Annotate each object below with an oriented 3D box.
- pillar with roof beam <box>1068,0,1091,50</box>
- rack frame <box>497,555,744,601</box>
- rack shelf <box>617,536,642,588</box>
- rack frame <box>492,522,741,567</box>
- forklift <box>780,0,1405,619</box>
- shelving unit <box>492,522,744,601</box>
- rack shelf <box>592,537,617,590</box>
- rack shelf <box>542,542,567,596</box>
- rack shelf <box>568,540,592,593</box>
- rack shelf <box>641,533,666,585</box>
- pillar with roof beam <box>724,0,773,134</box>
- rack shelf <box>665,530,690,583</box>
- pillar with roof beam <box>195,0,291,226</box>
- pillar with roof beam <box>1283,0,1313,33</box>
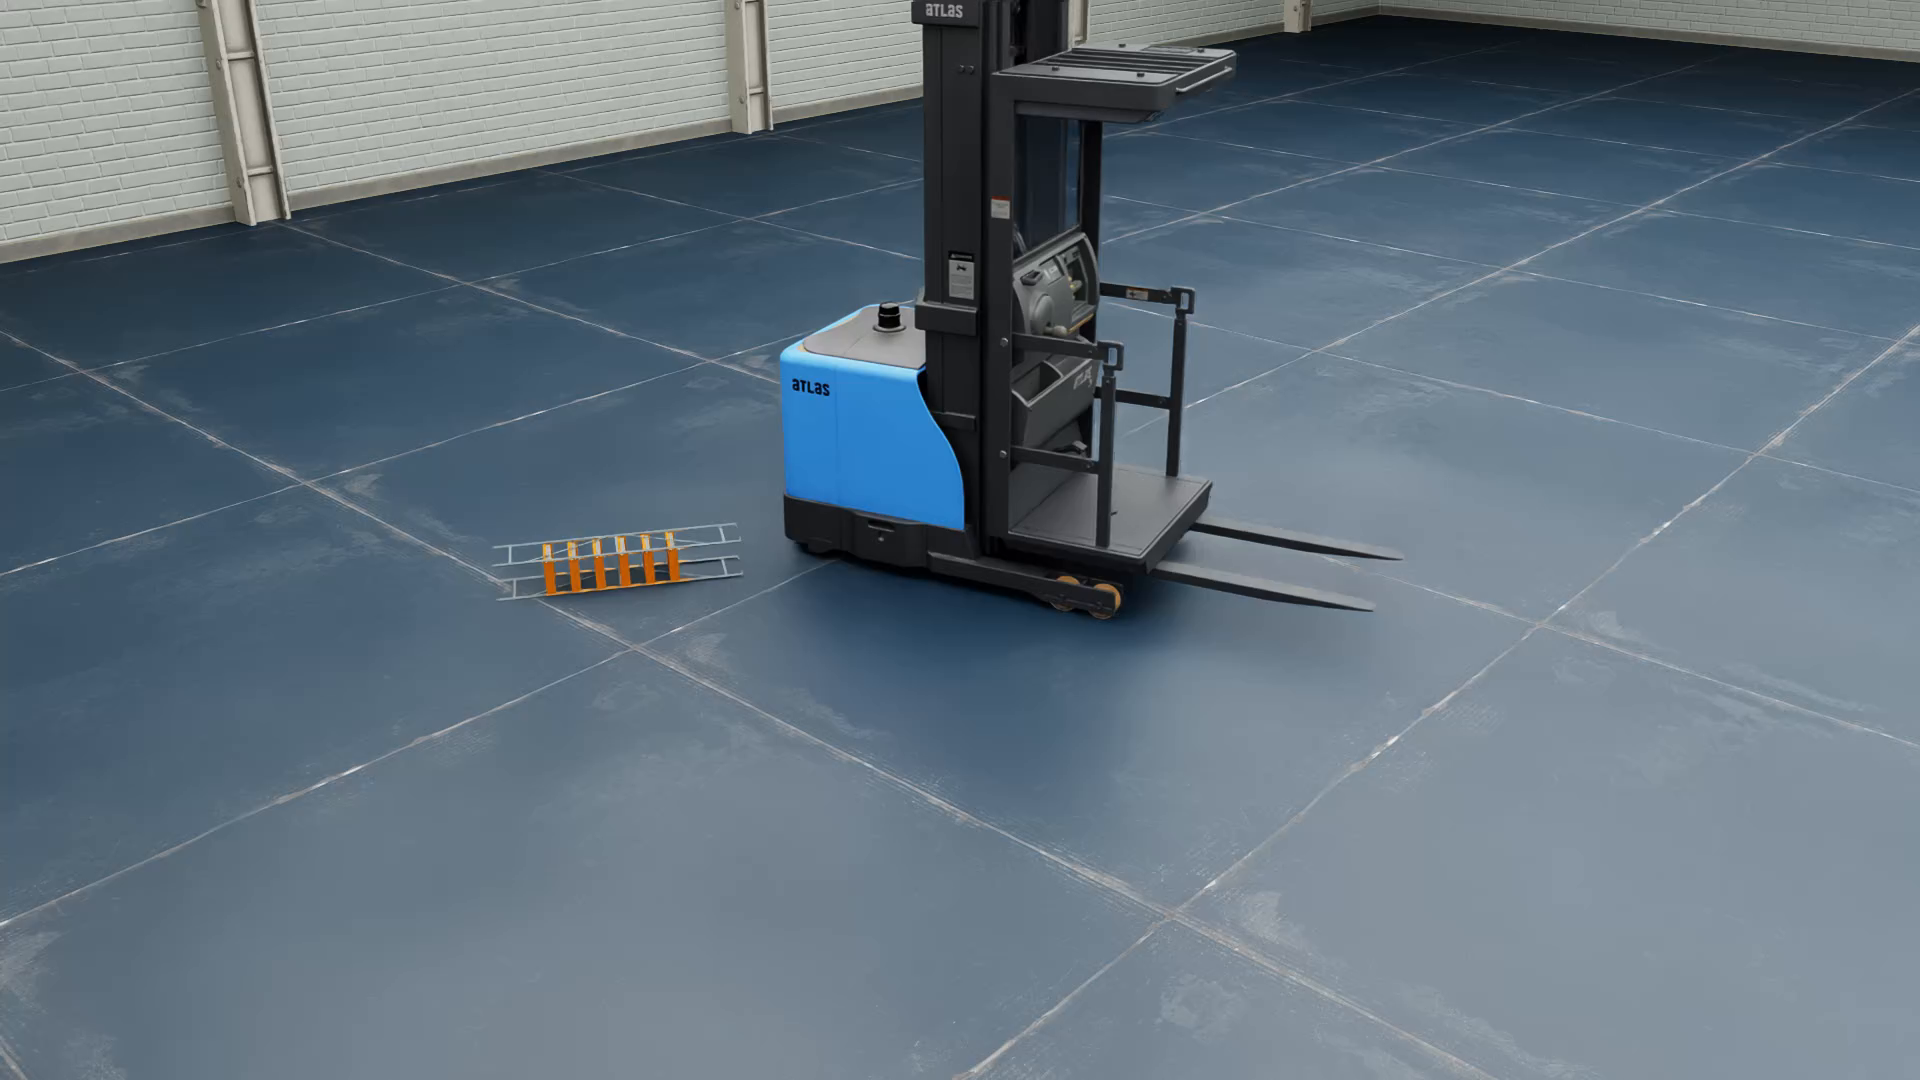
[{"bbox_3d":[4.782,-9.547,19.044,9.100,9.000,0.400,20,31,38],"label":"pillar with roof beam"},{"bbox_3d":[-1.696,0.188,8.314,1.200,0.006,0.240,-6,25,-12],"label":"rack frame"},{"bbox_3d":[-1.654,0.100,8.286,0.103,0.180,0.258,-6,25,-12],"label":"rack shelf"},{"bbox_3d":[-1.697,0.021,8.239,1.200,0.006,0.240,-6,25,-12],"label":"rack frame"},{"bbox_3d":[0.646,-1.210,7.865,3.031,2.935,1.130,11,26,23],"label":"forklift"},{"bbox_3d":[-1.697,0.105,8.277,1.200,0.189,0.258,-6,25,-12],"label":"shelving unit"},{"bbox_3d":[-1.770,0.112,8.261,0.103,0.180,0.258,-6,25,-12],"label":"rack shelf"},{"bbox_3d":[-2.004,0.137,8.210,0.103,0.180,0.258,-6,25,-12],"label":"rack shelf"},{"bbox_3d":[-1.887,0.124,8.236,0.103,0.180,0.258,-6,25,-12],"label":"rack shelf"},{"bbox_3d":[-1.537,0.088,8.311,0.103,0.180,0.258,-6,25,-12],"label":"rack shelf"},{"bbox_3d":[0.778,-7.719,14.967,9.100,9.000,0.400,20,31,38],"label":"pillar with roof beam"},{"bbox_3d":[-1.420,0.076,8.337,0.103,0.180,0.258,-6,25,-12],"label":"rack shelf"},{"bbox_3d":[-3.227,-5.891,10.890,9.100,9.000,0.400,20,31,38],"label":"pillar with roof beam"},{"bbox_3d":[8.787,-11.375,23.121,9.100,9.000,0.400,20,31,38],"label":"pillar with roof beam"}]
